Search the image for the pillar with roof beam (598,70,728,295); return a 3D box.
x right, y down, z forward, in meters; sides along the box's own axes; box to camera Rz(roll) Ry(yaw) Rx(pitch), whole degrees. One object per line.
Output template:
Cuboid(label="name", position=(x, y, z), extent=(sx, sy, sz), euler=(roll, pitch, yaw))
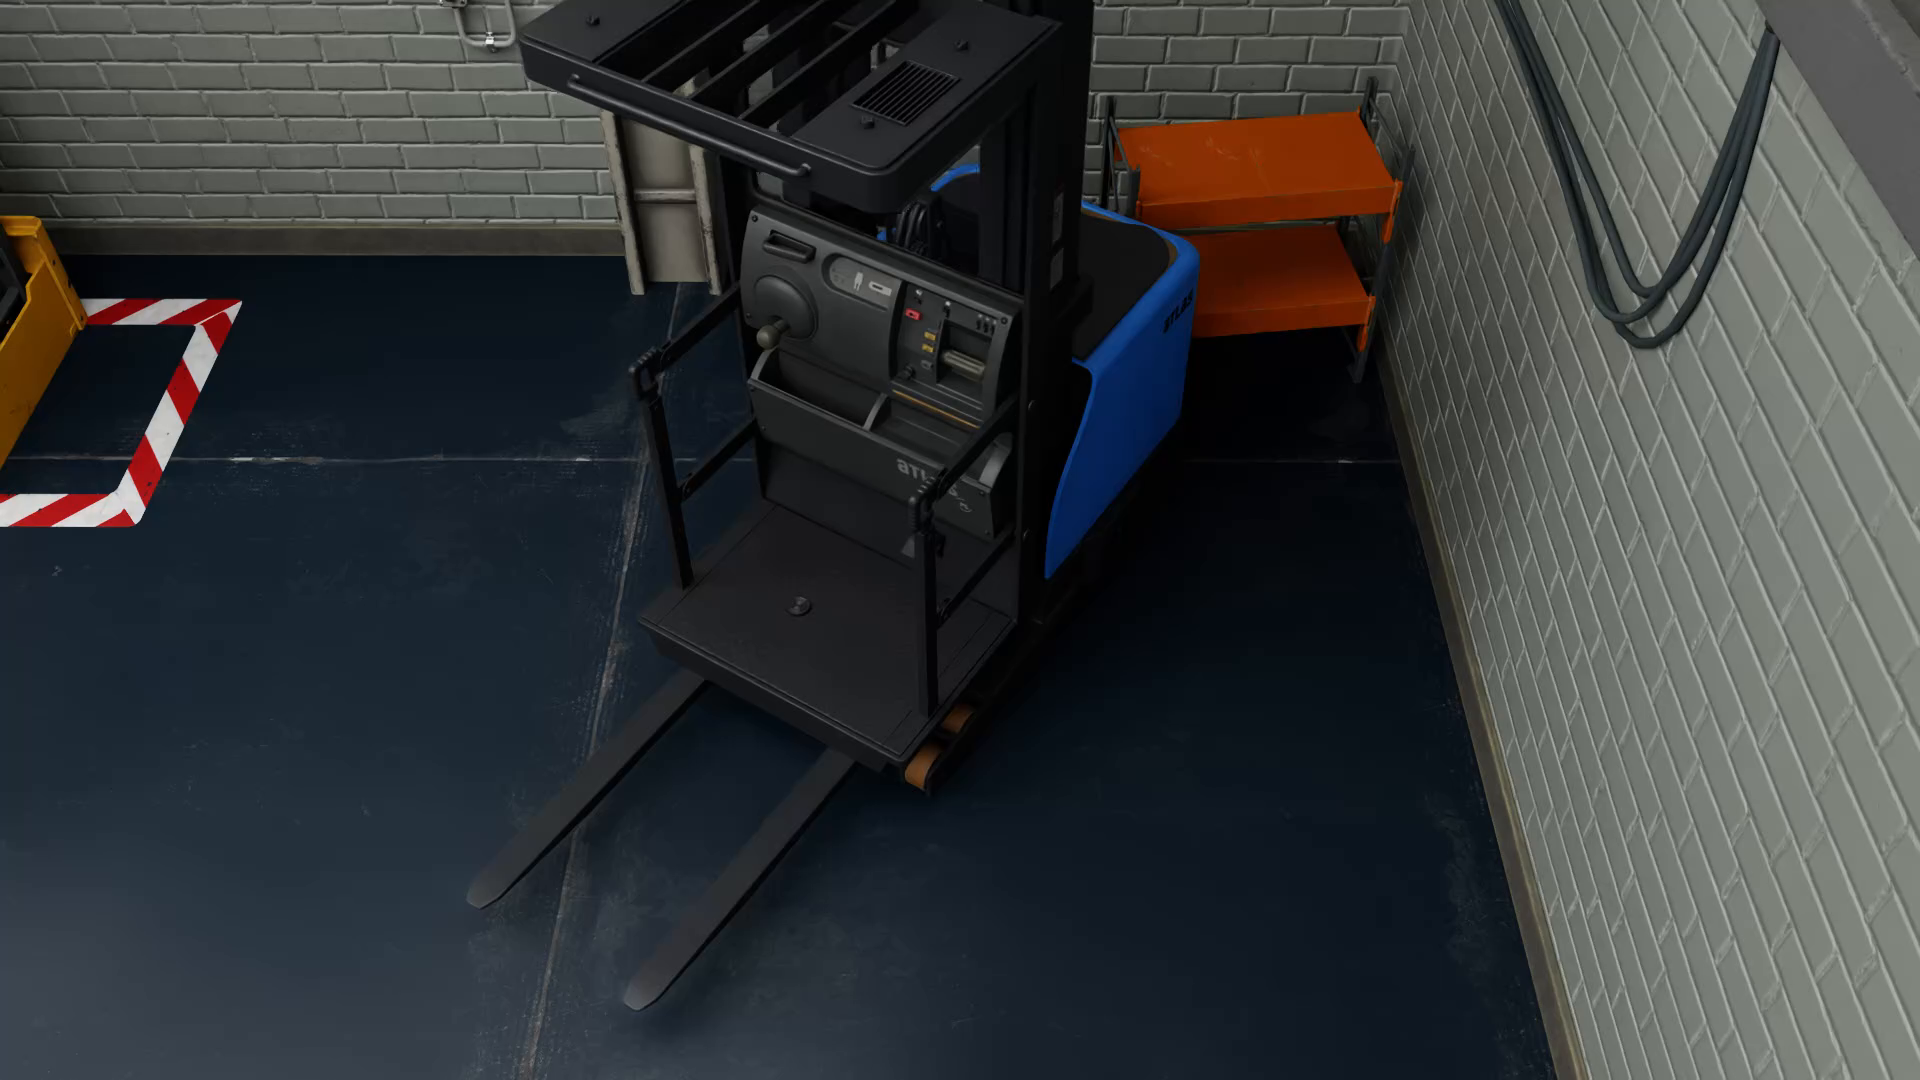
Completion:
Cuboid(label="pillar with roof beam", position=(-1.248, -1.097, 1.124), extent=(0.400, 9.000, 9.100), euler=(0, 47, 0))

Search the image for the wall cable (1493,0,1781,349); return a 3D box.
Cuboid(label="wall cable", position=(1.720, -2.288, 4.353), extent=(0.112, 2.526, 3.097), euler=(0, 47, 0))

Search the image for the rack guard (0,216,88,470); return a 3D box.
Cuboid(label="rack guard", position=(-3.911, -0.727, 6.585), extent=(0.348, 0.500, 1.175), euler=(0, 47, 0))

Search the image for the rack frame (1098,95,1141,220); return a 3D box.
Cuboid(label="rack frame", position=(0.600, -1.116, 6.520), extent=(0.032, 1.125, 0.500), euler=(-5, 47, -5))

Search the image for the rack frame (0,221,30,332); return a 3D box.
Cuboid(label="rack frame", position=(-3.935, -1.579, 5.670), extent=(0.127, 3.000, 1.000), euler=(0, 47, 0))

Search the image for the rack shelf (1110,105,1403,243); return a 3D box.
Cuboid(label="rack shelf", position=(1.104, -1.363, 6.350), extent=(1.000, 0.278, 0.538), euler=(-5, 47, -5))

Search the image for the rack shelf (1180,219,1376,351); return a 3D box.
Cuboid(label="rack shelf", position=(1.104, -0.997, 6.743), extent=(1.000, 0.278, 0.538), euler=(-5, 47, -5))

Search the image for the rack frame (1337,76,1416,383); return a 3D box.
Cuboid(label="rack frame", position=(1.608, -1.211, 6.609), extent=(0.032, 1.125, 0.500), euler=(-5, 47, -5))

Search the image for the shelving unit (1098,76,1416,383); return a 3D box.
Cuboid(label="shelving unit", position=(1.104, -1.163, 6.564), extent=(1.048, 1.125, 0.538), euler=(-5, 47, -5))

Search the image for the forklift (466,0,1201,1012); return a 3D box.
Cuboid(label="forklift", position=(-0.373, -0.574, 4.782), extent=(1.130, 2.935, 3.031), euler=(25, 52, 22))

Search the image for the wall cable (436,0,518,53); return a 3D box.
Cuboid(label="wall cable", position=(-2.651, -2.614, 5.940), extent=(1.851, 1.984, 0.084), euler=(0, 47, 0))
